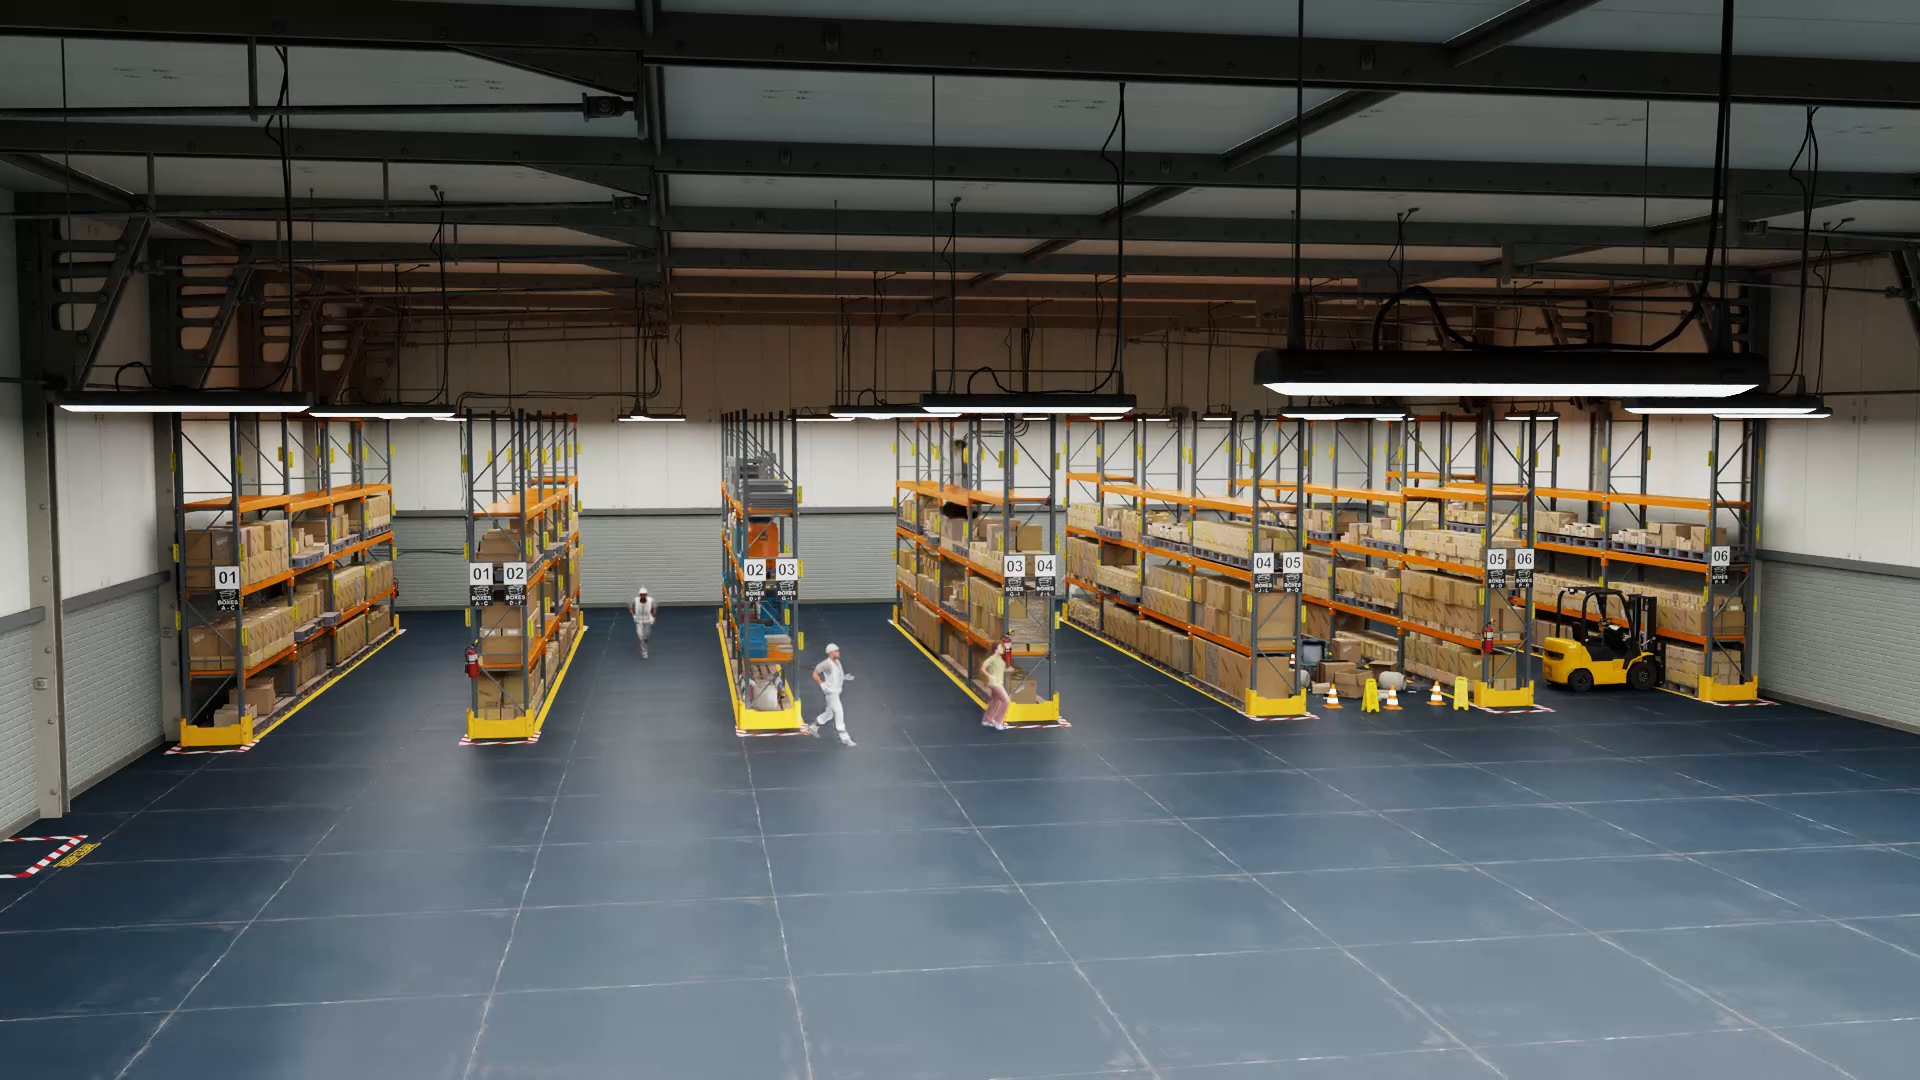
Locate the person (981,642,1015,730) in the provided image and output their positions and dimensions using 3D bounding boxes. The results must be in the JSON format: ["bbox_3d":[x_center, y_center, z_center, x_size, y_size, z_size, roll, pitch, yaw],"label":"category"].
[{"bbox_3d":[0.683,2.740,31.072,0.660,1.691,0.583,1,4,17],"label":"person"}]

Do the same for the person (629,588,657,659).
[{"bbox_3d":[-7.794,2.022,40.877,0.670,1.734,0.861,-1,4,-10],"label":"person"}]

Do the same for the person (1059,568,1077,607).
[{"bbox_3d":[3.363,1.376,50.012,0.710,1.736,0.678,3,5,41],"label":"person"}]

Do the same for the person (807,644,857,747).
[{"bbox_3d":[-2.280,2.744,29.626,0.983,1.805,0.651,1,4,17],"label":"person"}]
